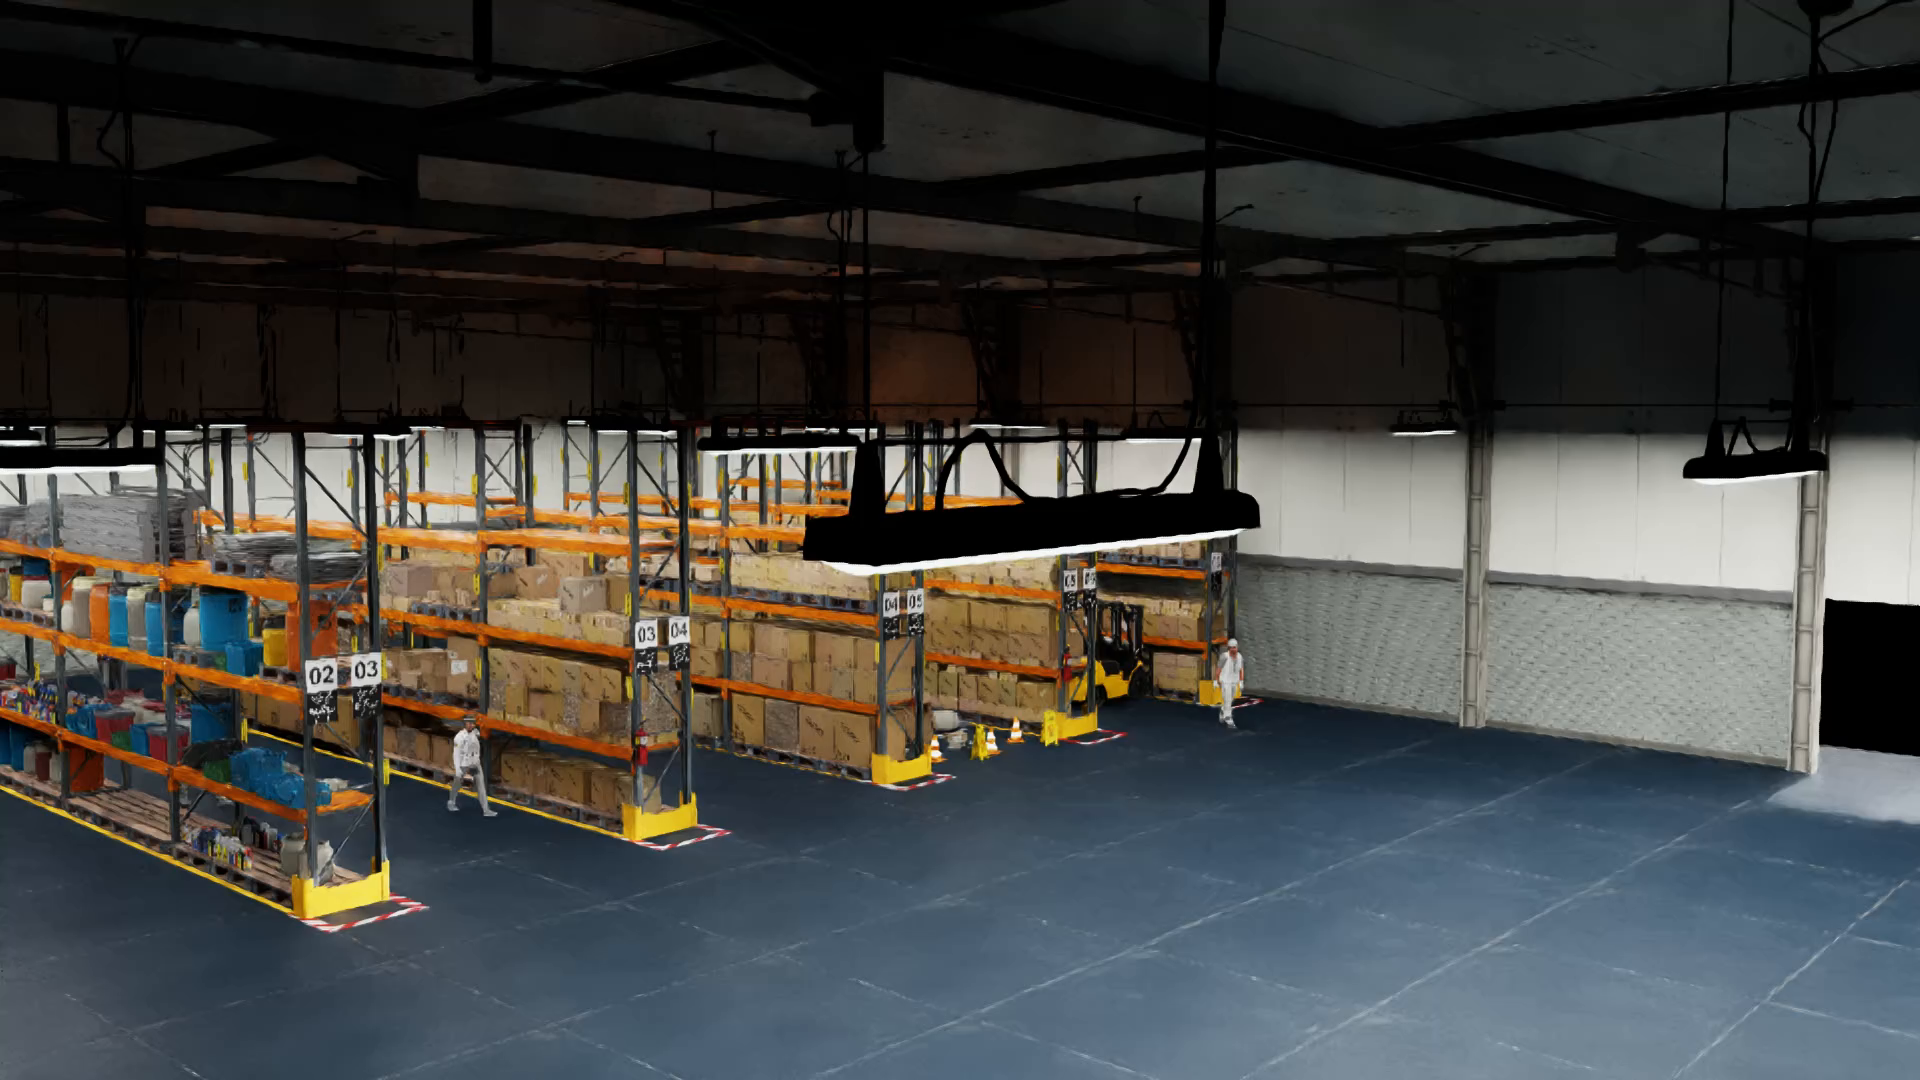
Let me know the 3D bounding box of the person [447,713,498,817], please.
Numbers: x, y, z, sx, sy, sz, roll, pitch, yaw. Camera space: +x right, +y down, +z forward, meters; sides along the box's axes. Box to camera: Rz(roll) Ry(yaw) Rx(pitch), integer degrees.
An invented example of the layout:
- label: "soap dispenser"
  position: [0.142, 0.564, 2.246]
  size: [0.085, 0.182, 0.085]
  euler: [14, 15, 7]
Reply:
- label: "person"
  position: [-7.547, 3.432, 25.520]
  size: [1.086, 1.589, 0.495]
  euler: [5, 7, 44]

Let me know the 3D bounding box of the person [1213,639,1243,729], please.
- label: "person"
  position: [5.310, 2.797, 32.621]
  size: [0.596, 1.742, 0.960]
  euler: [-2, 5, -24]

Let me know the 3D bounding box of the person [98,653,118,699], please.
- label: "person"
  position: [-18.101, 2.628, 35.432]
  size: [0.443, 1.586, 0.991]
  euler: [-4, 6, -38]

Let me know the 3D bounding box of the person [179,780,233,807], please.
- label: "person"
  position: [-11.889, 3.332, 26.037]
  size: [1.031, 1.724, 0.554]
  euler: [3, 6, 33]

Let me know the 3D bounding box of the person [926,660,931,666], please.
- label: "person"
  position: [-0.708, 2.328, 38.749]
  size: [0.563, 1.655, 0.596]
  euler: [-2, 5, -22]
